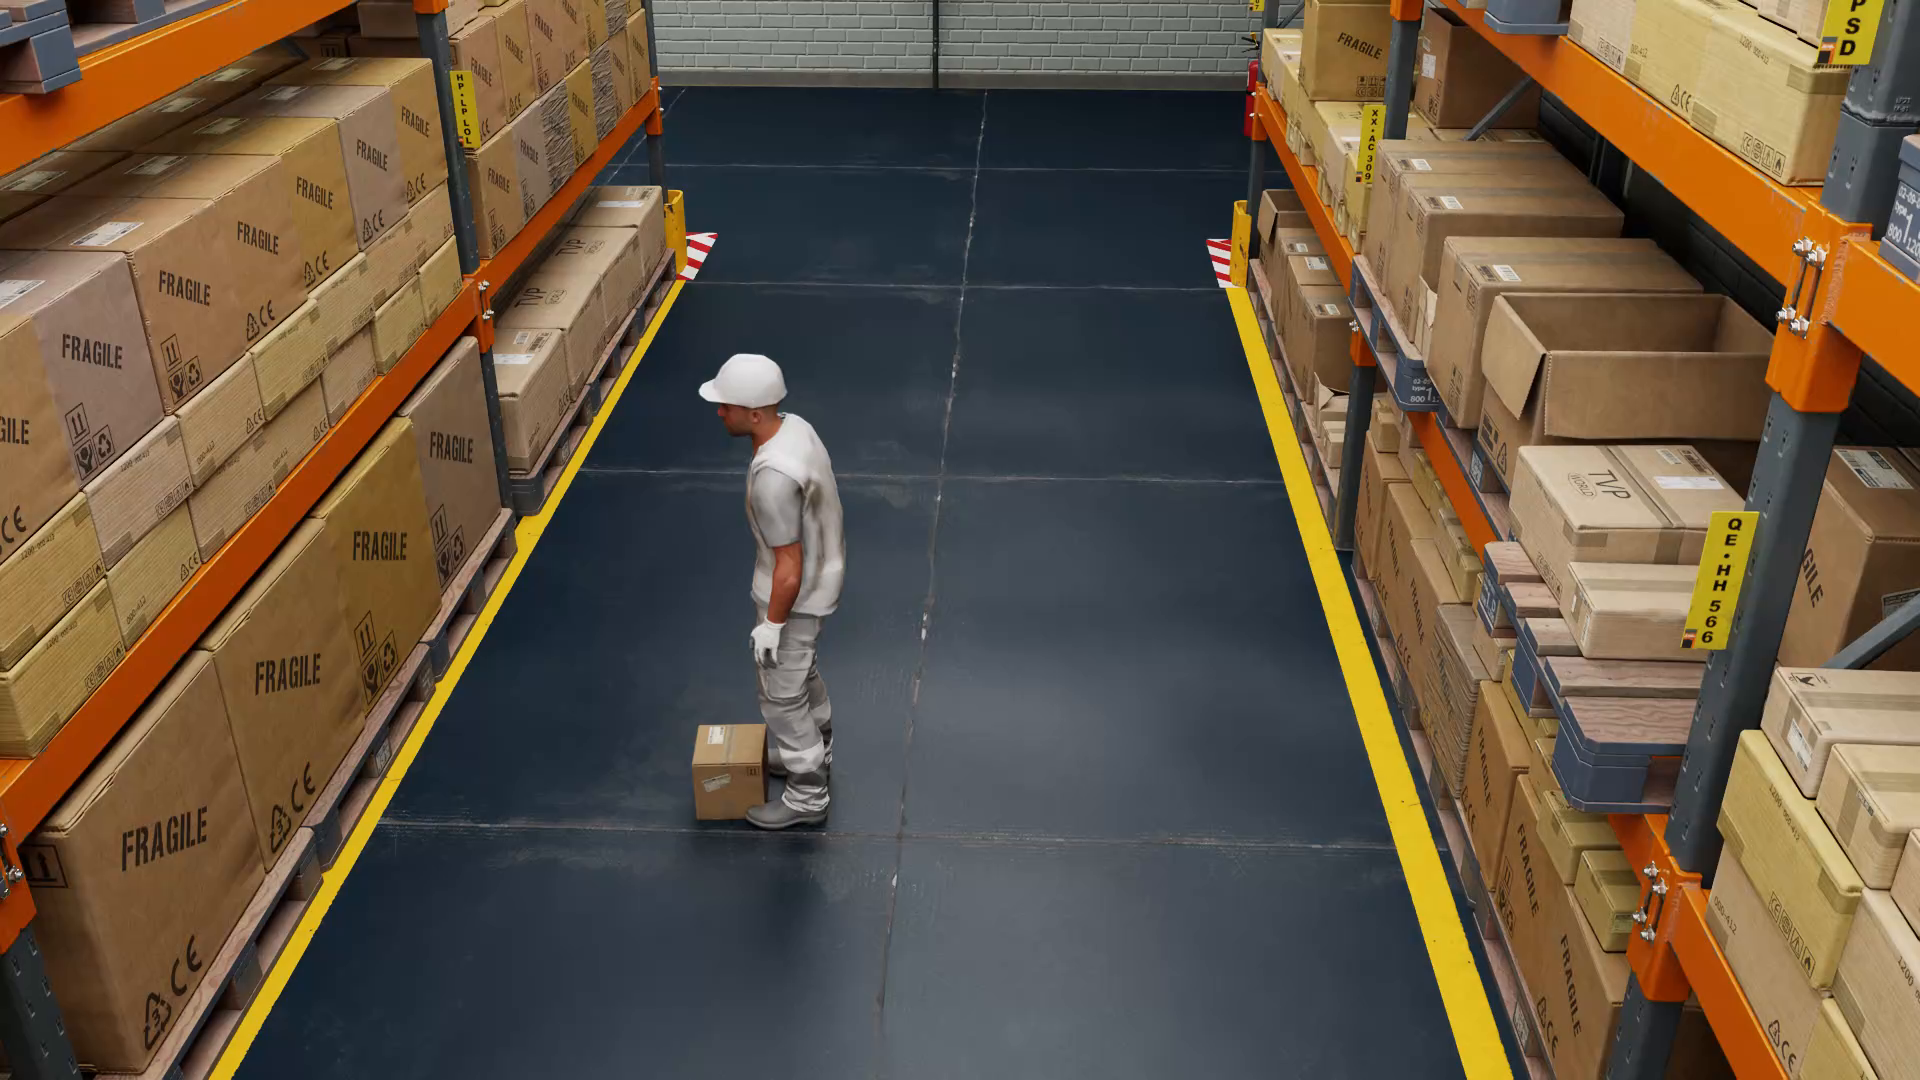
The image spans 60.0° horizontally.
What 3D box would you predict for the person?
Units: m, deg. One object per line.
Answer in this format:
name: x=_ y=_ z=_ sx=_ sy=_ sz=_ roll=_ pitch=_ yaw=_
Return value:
person: x=-0.617 y=0.184 z=5.754 sx=0.454 sy=1.779 sz=0.620 roll=0 pitch=28 yaw=1
